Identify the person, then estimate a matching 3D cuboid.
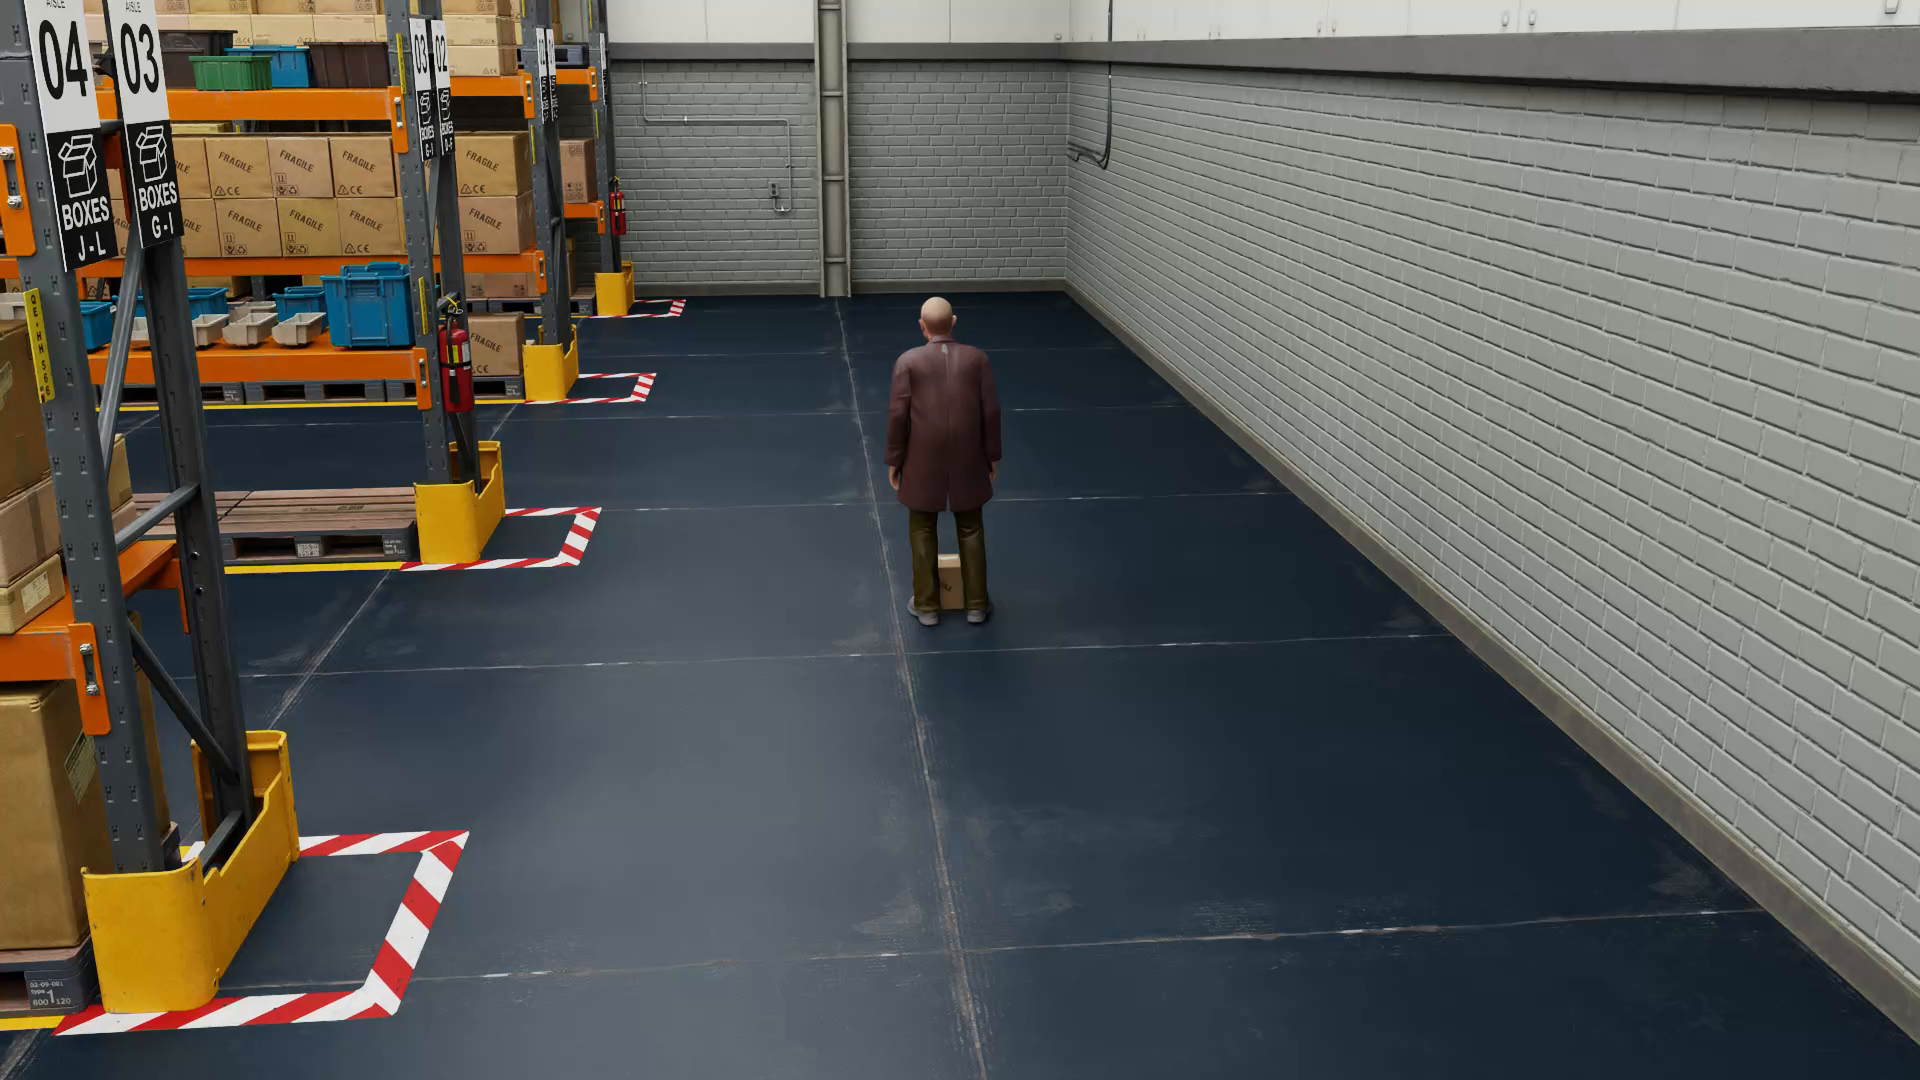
[{"bbox_3d":[-0.097,-0.423,8.993,0.655,1.774,0.419,-2,17,-8],"label":"person"}]
